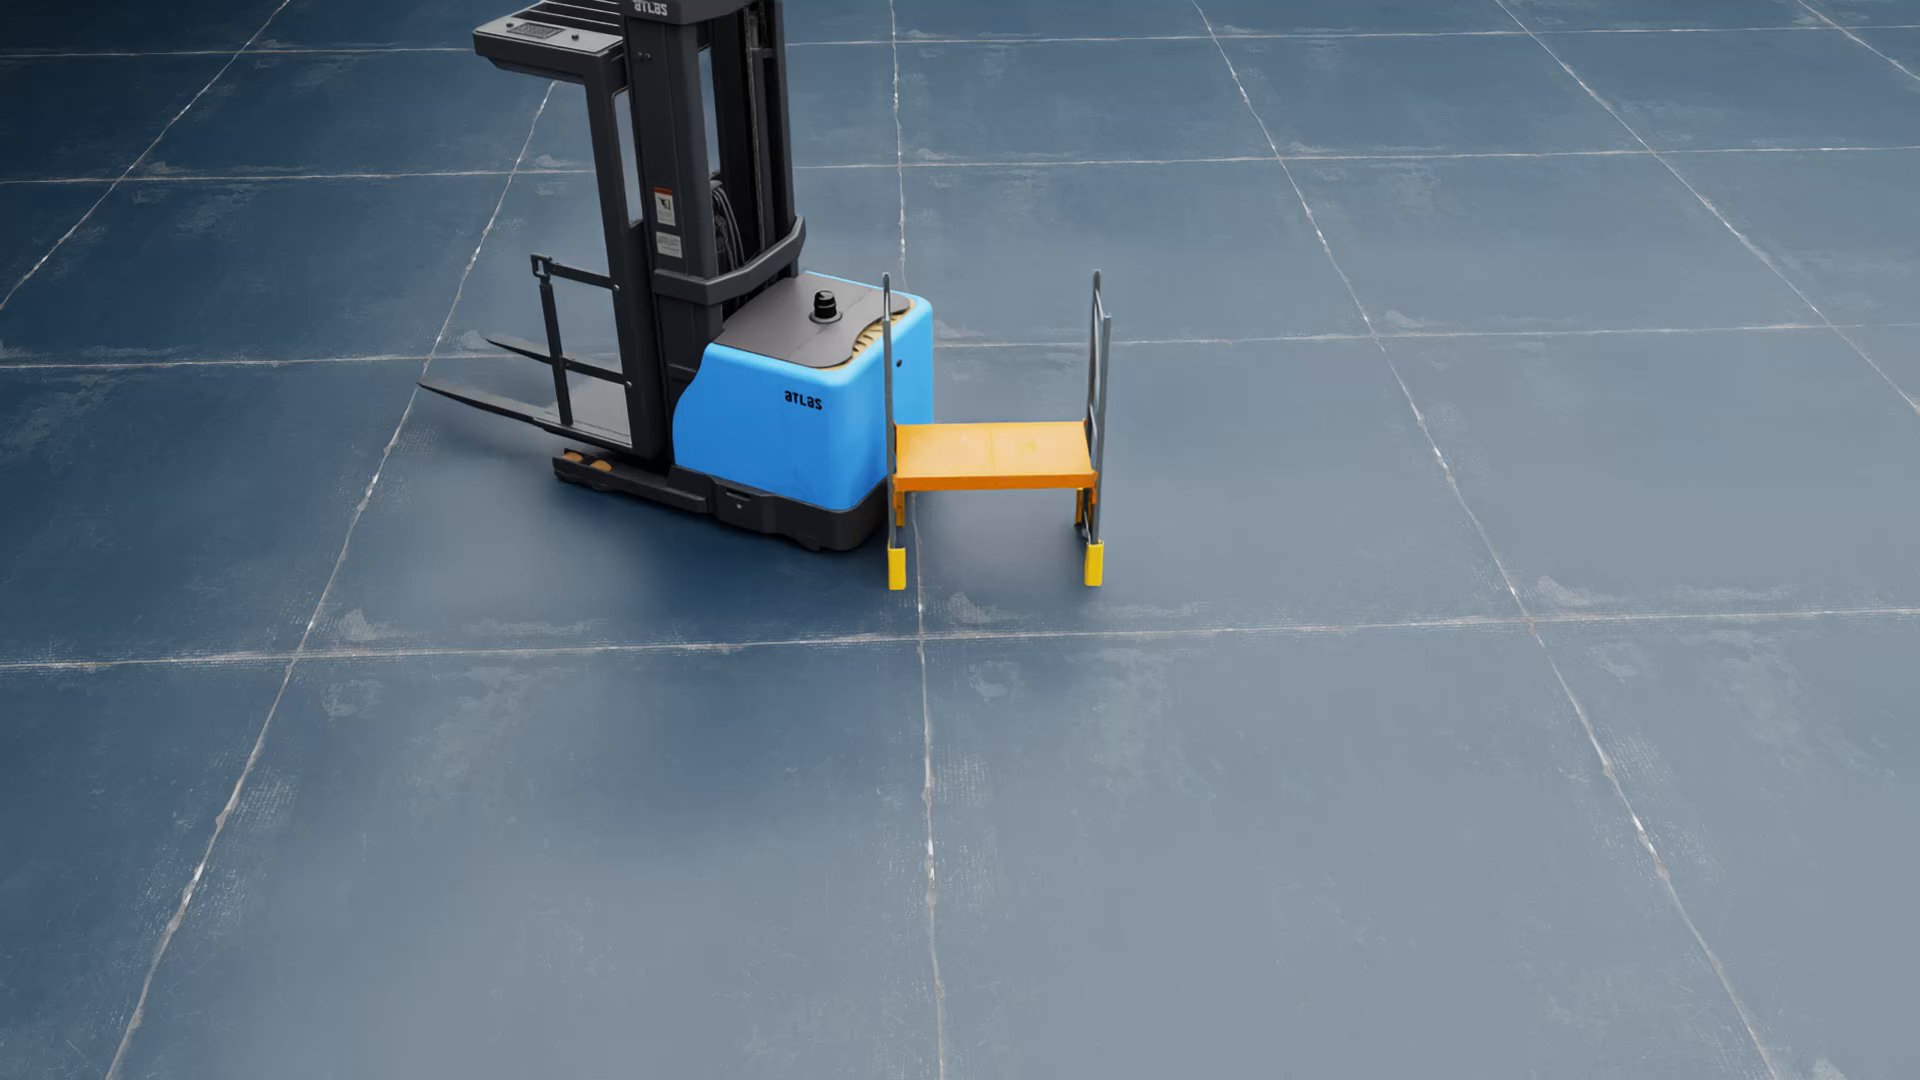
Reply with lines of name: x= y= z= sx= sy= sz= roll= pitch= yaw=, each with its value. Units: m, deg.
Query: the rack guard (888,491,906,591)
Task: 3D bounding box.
rack guard: x=-0.327 y=-0.014 z=8.587 sx=0.087 sy=0.250 sz=0.587 roll=-1 pitch=35 yaw=-2

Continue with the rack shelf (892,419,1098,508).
rack shelf: x=0.162 y=-0.390 z=8.348 sx=1.000 sy=0.185 sz=0.538 roll=-1 pitch=35 yaw=-2

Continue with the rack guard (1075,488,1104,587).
rack guard: x=0.668 y=-0.034 z=8.616 sx=0.087 sy=0.250 sz=0.587 roll=-1 pitch=35 yaw=-2

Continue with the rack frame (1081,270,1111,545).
rack frame: x=0.670 y=-0.548 z=8.260 sx=0.032 sy=1.500 sz=0.500 roll=-1 pitch=35 yaw=-2

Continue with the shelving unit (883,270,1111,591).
shelving unit: x=0.171 y=-0.538 z=8.246 sx=1.083 sy=1.500 sz=0.587 roll=-1 pitch=35 yaw=-2

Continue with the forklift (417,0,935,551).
forklift: x=-1.682 y=-1.726 z=8.704 sx=3.031 sy=2.935 sz=1.130 roll=16 pitch=38 yaw=22

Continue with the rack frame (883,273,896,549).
rack frame: x=-0.346 y=-0.528 z=8.231 sx=0.032 sy=1.500 sz=0.500 roll=-1 pitch=35 yaw=-2
